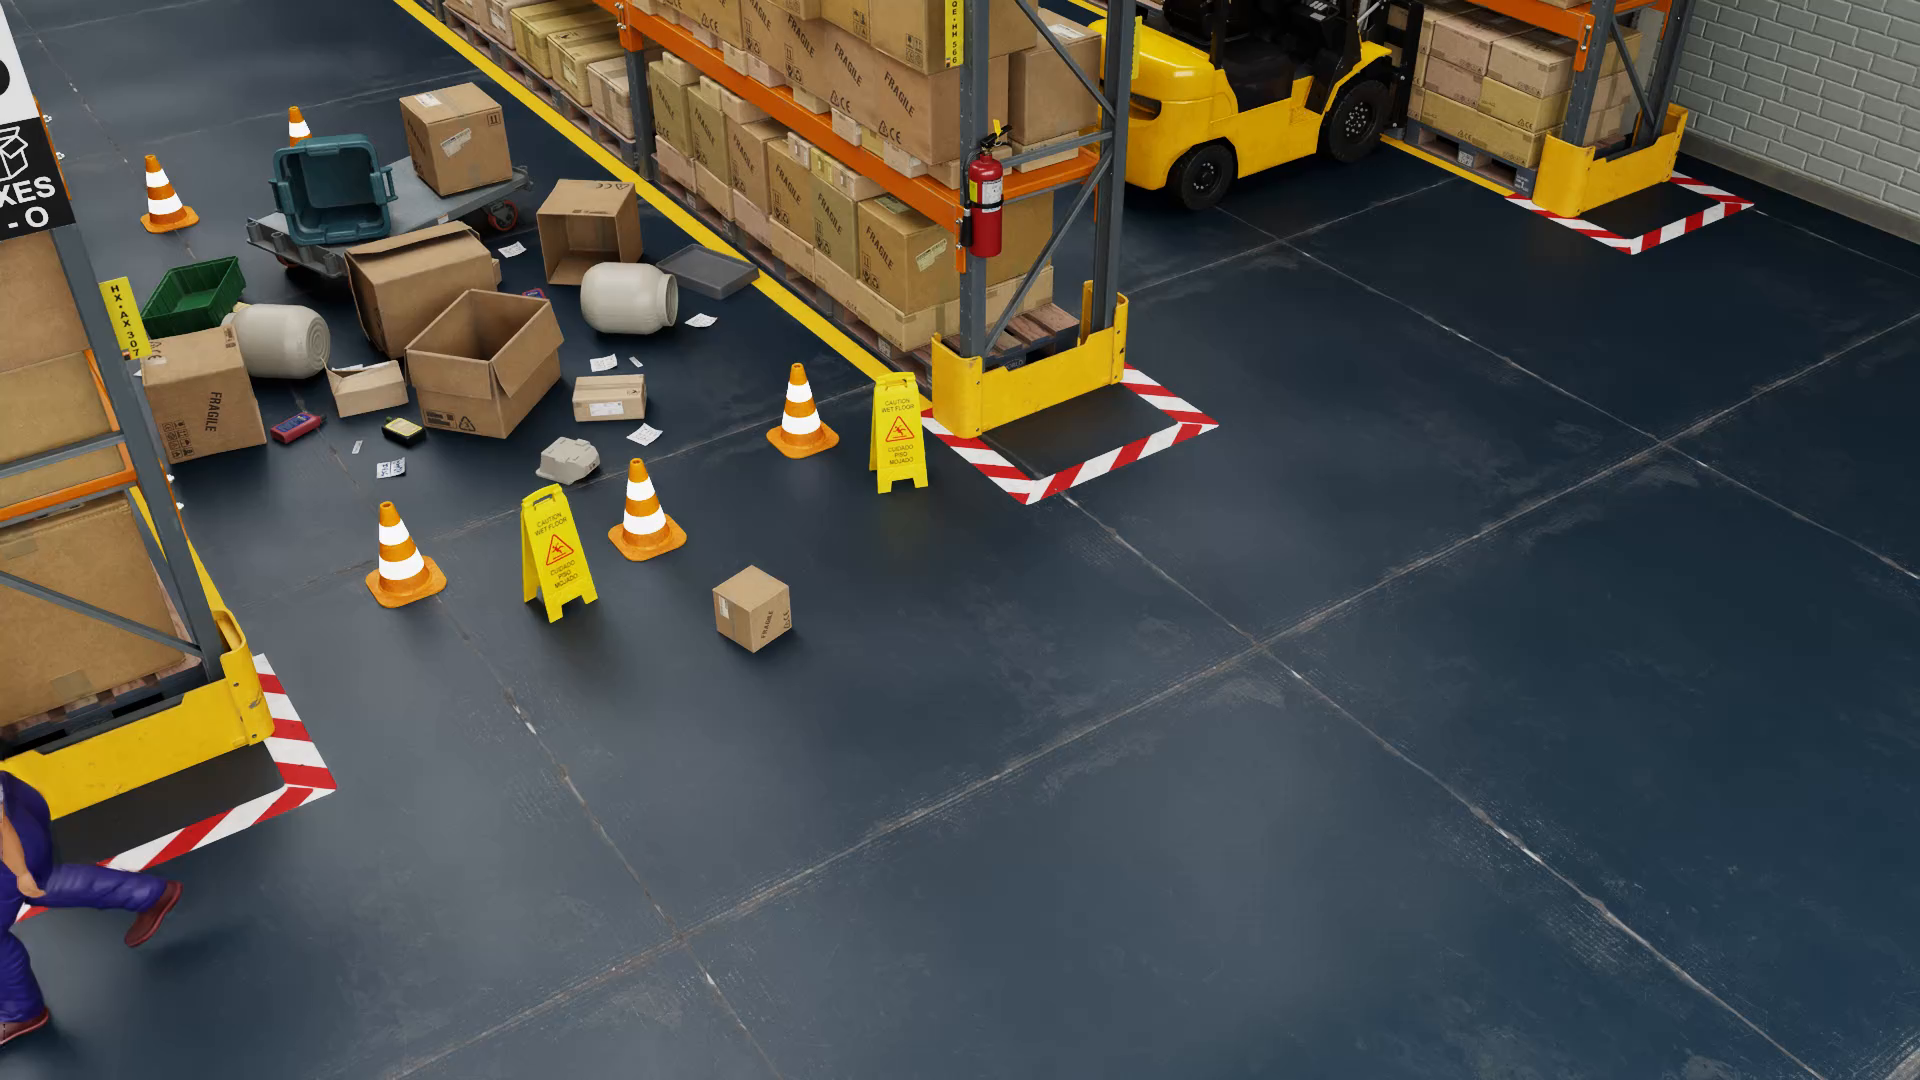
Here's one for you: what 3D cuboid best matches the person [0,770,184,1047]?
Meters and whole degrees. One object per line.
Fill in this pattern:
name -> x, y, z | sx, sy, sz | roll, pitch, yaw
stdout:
person -> -3.241, 0.987, 5.671 | 0.833, 1.616, 0.481 | -16, 40, -21
